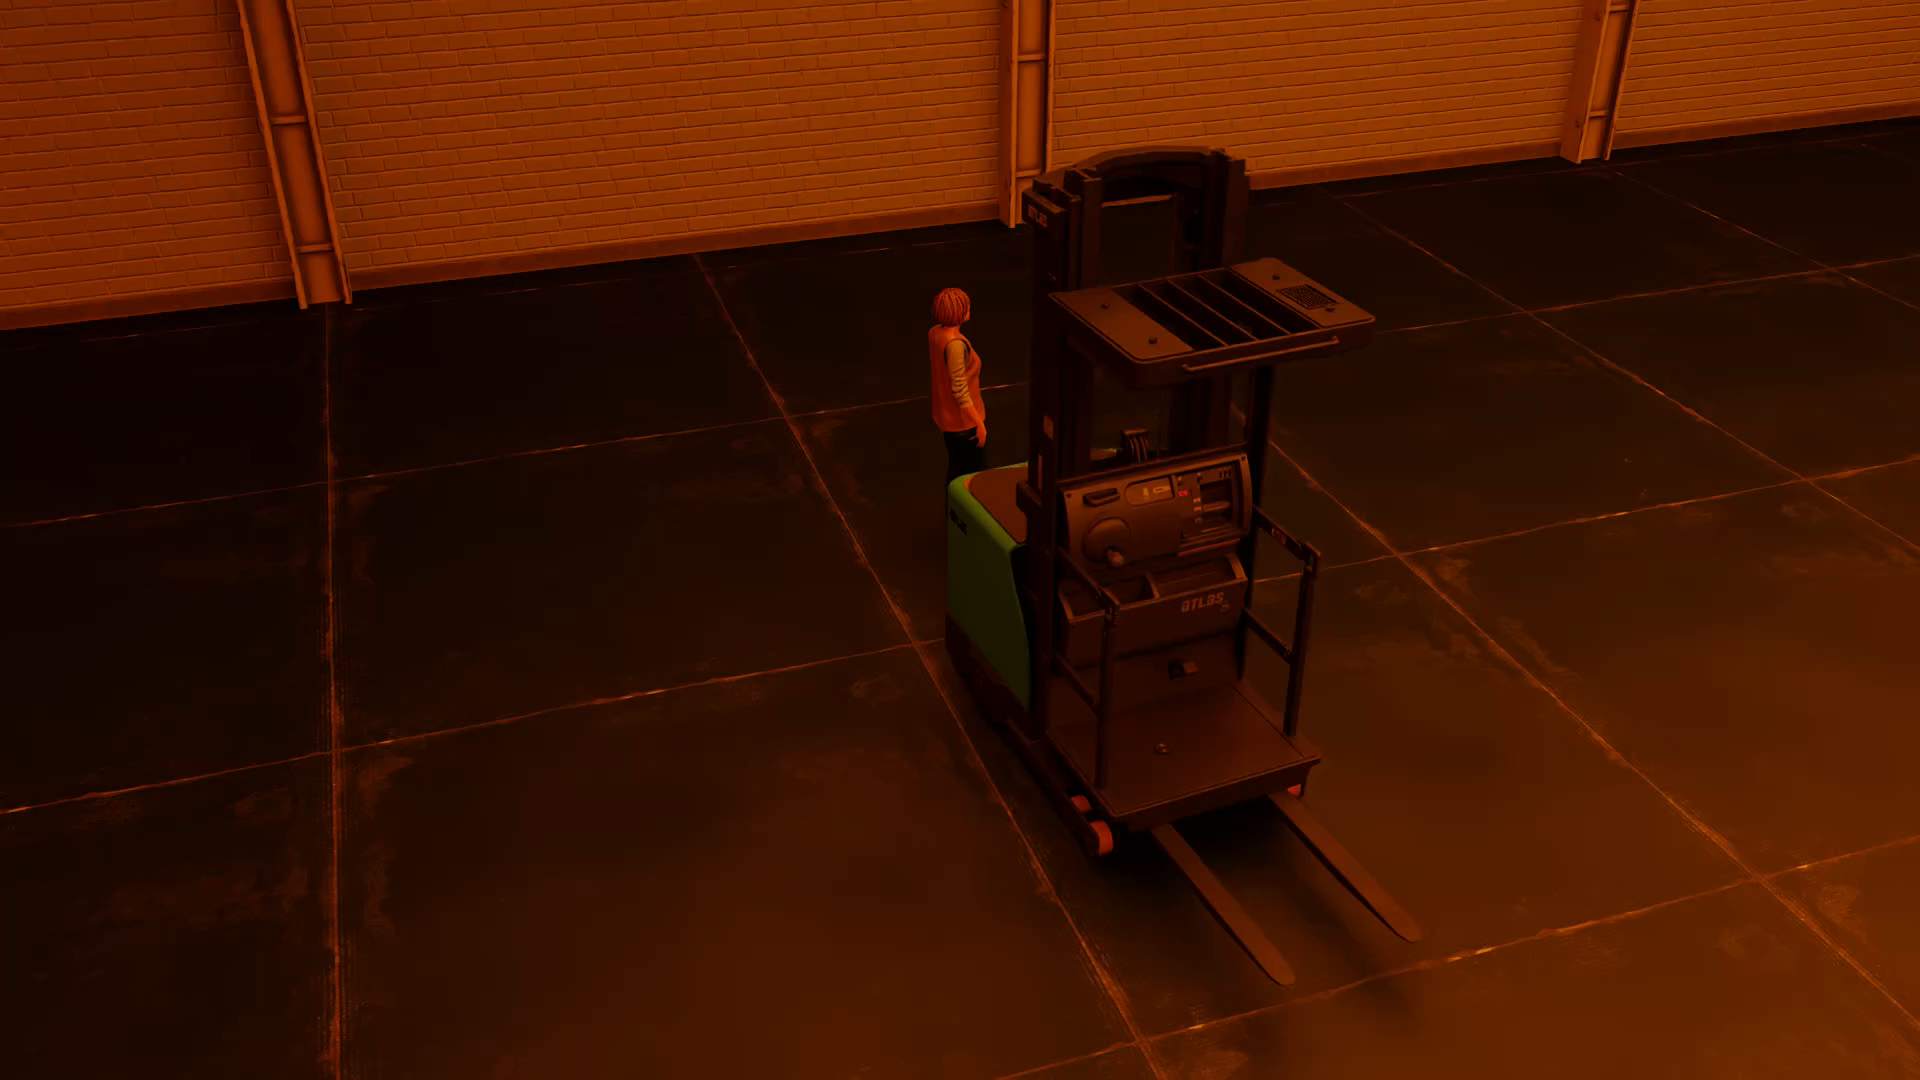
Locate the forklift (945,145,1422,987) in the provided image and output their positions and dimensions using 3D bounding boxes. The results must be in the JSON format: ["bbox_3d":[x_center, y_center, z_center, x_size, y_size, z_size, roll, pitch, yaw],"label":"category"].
[{"bbox_3d":[0.972,-0.082,7.229,1.130,2.935,3.031,-12,32,-20],"label":"forklift"}]

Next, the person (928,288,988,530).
[{"bbox_3d":[0.075,-0.702,9.634,0.473,1.595,0.521,-10,31,-16],"label":"person"}]
